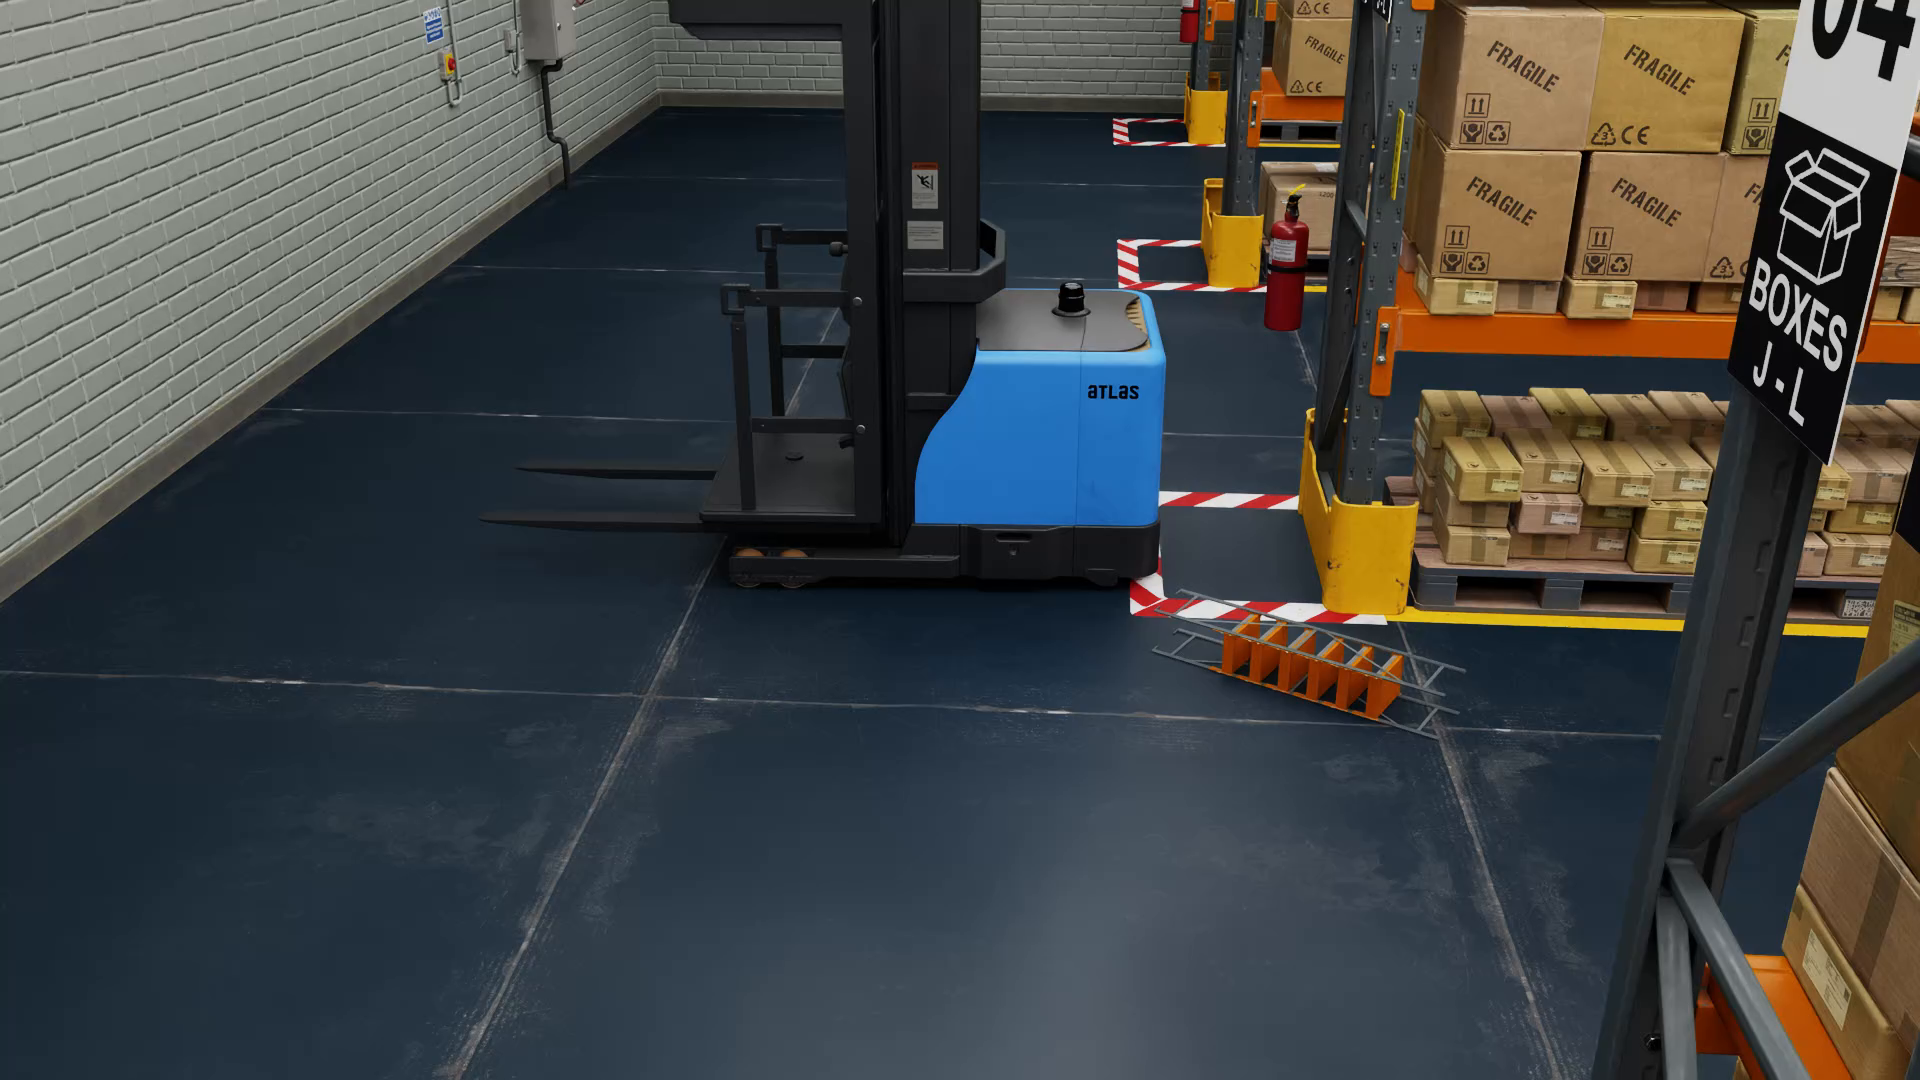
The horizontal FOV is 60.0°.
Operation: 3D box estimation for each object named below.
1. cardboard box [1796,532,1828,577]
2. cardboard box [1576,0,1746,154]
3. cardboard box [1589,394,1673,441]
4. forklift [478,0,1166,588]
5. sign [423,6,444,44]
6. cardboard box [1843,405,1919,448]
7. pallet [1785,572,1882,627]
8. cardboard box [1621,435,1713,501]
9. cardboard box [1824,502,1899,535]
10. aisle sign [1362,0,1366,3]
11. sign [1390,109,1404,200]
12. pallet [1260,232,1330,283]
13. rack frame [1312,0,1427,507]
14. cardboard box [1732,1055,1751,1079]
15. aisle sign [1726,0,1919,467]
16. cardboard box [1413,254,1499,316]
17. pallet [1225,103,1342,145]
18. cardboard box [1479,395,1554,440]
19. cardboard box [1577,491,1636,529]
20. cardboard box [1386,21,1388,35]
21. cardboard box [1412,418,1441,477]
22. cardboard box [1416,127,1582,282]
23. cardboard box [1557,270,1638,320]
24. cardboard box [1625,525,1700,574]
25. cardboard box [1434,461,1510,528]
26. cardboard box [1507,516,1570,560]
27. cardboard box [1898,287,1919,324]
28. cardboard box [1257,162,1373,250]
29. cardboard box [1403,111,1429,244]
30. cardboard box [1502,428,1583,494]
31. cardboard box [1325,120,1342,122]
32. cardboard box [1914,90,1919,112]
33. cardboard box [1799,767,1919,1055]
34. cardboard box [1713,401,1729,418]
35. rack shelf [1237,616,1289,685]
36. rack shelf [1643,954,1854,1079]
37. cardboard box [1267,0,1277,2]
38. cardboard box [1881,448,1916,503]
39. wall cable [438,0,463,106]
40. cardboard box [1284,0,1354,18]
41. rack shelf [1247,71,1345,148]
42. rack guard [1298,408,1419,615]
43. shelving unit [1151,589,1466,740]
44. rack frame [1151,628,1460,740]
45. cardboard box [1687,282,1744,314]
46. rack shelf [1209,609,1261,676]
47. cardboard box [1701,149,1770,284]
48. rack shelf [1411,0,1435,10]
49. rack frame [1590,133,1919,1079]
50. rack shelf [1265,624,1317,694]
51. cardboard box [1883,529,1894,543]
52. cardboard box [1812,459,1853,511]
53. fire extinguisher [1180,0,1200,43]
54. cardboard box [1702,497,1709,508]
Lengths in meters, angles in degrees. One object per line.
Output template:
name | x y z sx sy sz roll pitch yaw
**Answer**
cardboard box | 3.460 0.008 7.052 0.250 0.149 0.380 1 25 1
cardboard box | 2.627 -1.789 6.377 0.500 0.500 0.500 3 25 6
cardboard box | 3.011 -0.525 7.499 0.250 0.149 0.380 1 25 2
forklift | -0.630 -1.340 7.156 3.031 2.935 1.130 1 25 2
sign | -3.714 -3.634 11.736 0.001 0.218 0.327 2 25 4
cardboard box | 4.044 -0.464 7.367 0.250 0.149 0.380 1 25 2
pallet | 3.793 0.058 7.372 1.213 0.211 1.003 2 25 4
cardboard box | 2.972 -0.306 7.024 0.250 0.149 0.380 1 25 1
cardboard box | 3.780 -0.170 7.083 0.250 0.149 0.380 3 25 6
aisle sign | 1.647 -2.601 6.704 0.004 0.787 0.394 2 25 4
sign | 1.655 -1.459 6.298 0.005 0.325 0.100 2 25 4
pallet | 2.778 -2.099 12.059 1.213 0.211 1.003 2 25 4
rack frame | 1.696 -1.292 6.970 0.127 3.000 1.000 2 25 4
cardboard box | 1.860 1.533 2.869 0.875 0.875 0.875 2 25 4
aisle sign | 1.167 -0.537 2.218 0.004 0.787 0.394 2 25 4
cardboard box | 1.994 -1.031 6.703 0.250 0.149 0.380 2 25 4
pallet | 3.222 -4.133 16.480 1.213 0.211 1.003 2 25 4
cardboard box | 2.490 -0.515 7.477 0.250 0.149 0.380 2 25 5
cardboard box | 2.719 -0.196 7.140 0.250 0.149 0.380 2 25 5
cardboard box | 2.938 -3.265 11.137 0.500 0.500 0.500 1 25 3
cardboard box | 2.244 -0.425 7.638 0.250 0.149 0.380 1 25 3
cardboard box | 2.123 -1.343 6.606 0.500 0.500 0.500 3 25 6
cardboard box | 2.515 -1.009 6.656 0.250 0.149 0.380 1 25 2
cardboard box | 2.956 -0.005 7.080 0.250 0.149 0.380 2 25 5
cardboard box | 2.199 -0.199 7.147 0.250 0.149 0.380 3 25 6
cardboard box | 2.461 -0.064 7.208 0.250 0.149 0.380 2 25 4
cardboard box | 3.818 -0.982 6.596 0.250 0.149 0.380 2 25 5
cardboard box | 2.640 -2.406 11.953 0.875 0.438 0.875 1 25 2
cardboard box | 2.164 -1.566 7.089 0.500 0.500 0.500 2 25 5
cardboard box | 2.477 -0.341 7.100 0.250 0.149 0.380 2 25 5
cardboard box | 3.803 -4.380 16.169 0.500 0.500 0.700 3 25 6
cardboard box | 3.653 -1.748 6.289 0.500 0.500 0.500 1 25 2
cardboard box | 1.719 0.610 2.661 0.500 0.250 0.500 1 25 3
cardboard box | 3.537 -0.485 7.412 0.250 0.149 0.380 1 25 2
rack shelf | 1.202 0.431 6.581 0.103 0.180 0.258 16 29 31
rack shelf | 3.210 1.162 2.496 4.000 0.370 1.077 2 25 4
cardboard box | 2.915 -5.200 15.763 0.250 0.149 0.380 2 25 5
cardboard box | 4.004 -0.244 6.889 0.250 0.149 0.380 1 25 2
wall cable | -3.649 -4.005 11.613 0.123 1.953 0.585 2 25 4
cardboard box | 2.431 -3.724 10.940 0.500 0.500 0.500 1 25 3
rack shelf | 3.969 -2.968 11.472 4.000 0.370 1.077 2 25 4
rack guard | 1.772 -0.154 7.487 0.348 0.500 1.175 2 25 4
shelving unit | 1.338 0.470 6.496 1.200 0.189 0.258 16 29 31
rack frame | 1.338 0.553 6.534 1.200 0.006 0.240 16 29 31
cardboard box | 3.053 -1.039 6.721 0.250 0.149 0.380 2 25 3
rack shelf | 1.104 0.403 6.643 0.103 0.180 0.258 16 29 31
cardboard box | 3.146 -1.316 6.546 0.500 0.500 0.500 2 25 5
rack shelf | 3.690 -2.264 6.355 4.000 0.370 1.077 2 25 4
rack frame | 1.216 0.770 2.488 0.053 2.616 0.949 2 25 4
rack shelf | 1.301 0.460 6.519 0.103 0.180 0.258 16 29 31
cardboard box | 3.981 0.000 7.070 0.250 0.149 0.380 2 25 5
cardboard box | 3.506 -0.266 6.936 0.250 0.149 0.380 2 25 5
fire extinguisher | 2.169 -5.035 15.643 0.183 0.674 0.296 2 25 4
cardboard box | 3.238 -0.174 7.092 0.250 0.149 0.380 1 25 1
